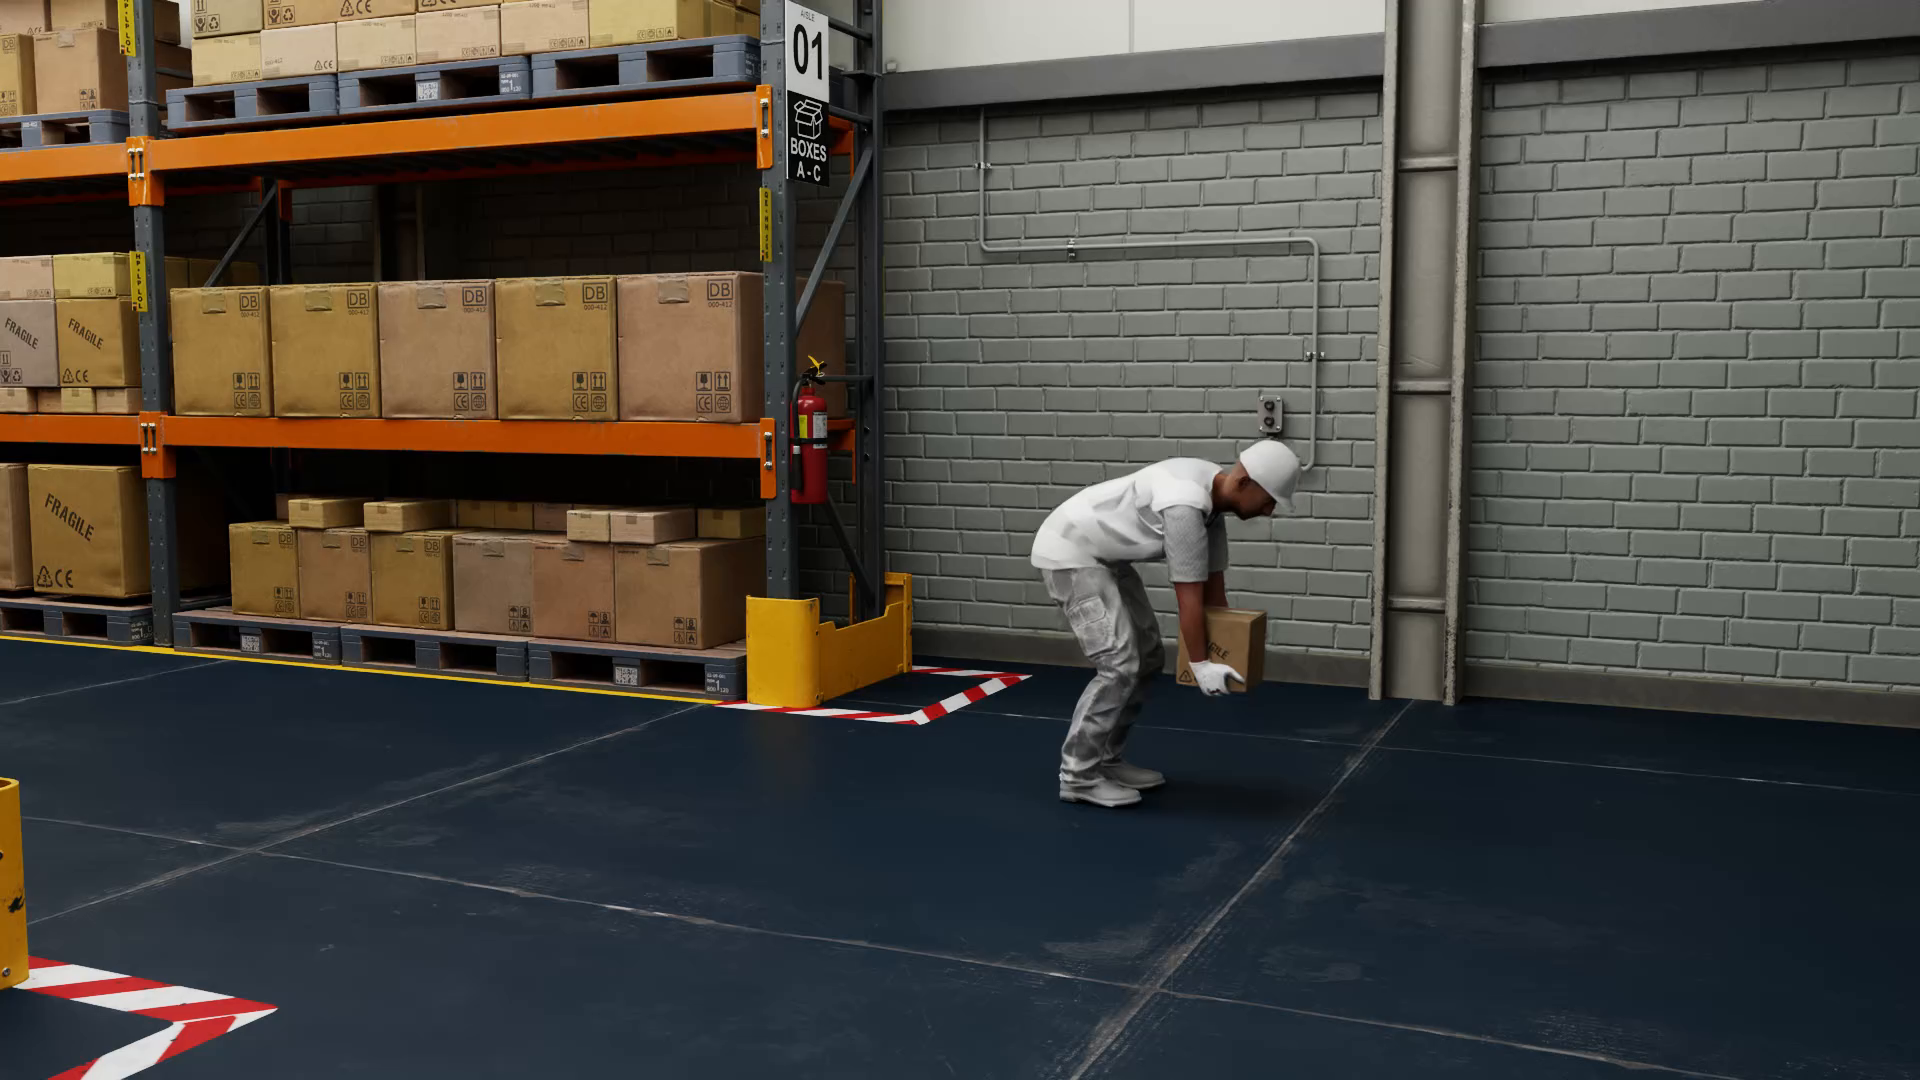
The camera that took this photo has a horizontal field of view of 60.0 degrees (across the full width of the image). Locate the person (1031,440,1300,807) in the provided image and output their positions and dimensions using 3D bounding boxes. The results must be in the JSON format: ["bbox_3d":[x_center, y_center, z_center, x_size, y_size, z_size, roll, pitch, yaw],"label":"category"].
[{"bbox_3d":[0.727,0.288,5.924,0.938,1.293,0.507,2,6,21],"label":"person"}]
